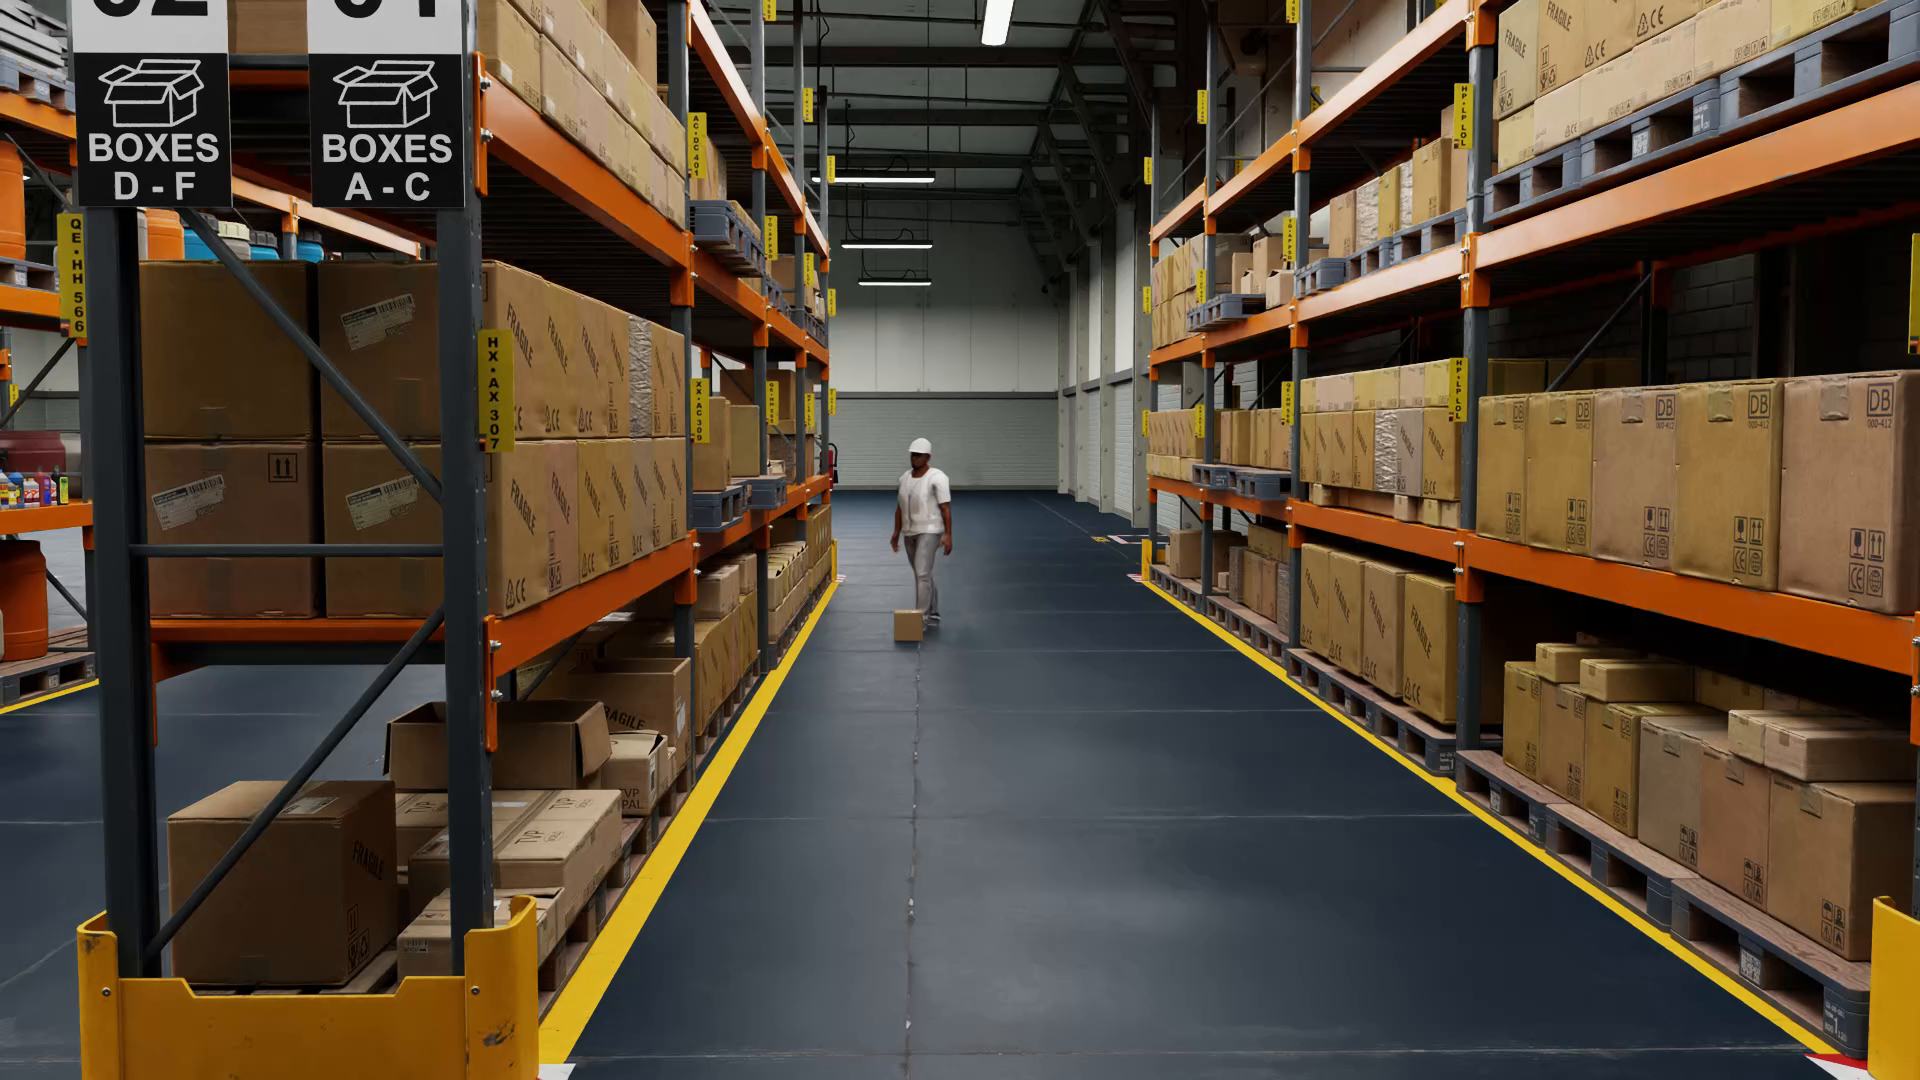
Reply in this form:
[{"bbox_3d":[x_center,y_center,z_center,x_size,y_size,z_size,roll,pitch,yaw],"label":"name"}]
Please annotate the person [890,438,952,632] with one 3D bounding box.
[{"bbox_3d":[-0.415,-0.049,15.201,0.626,1.756,0.601,-3,5,-43],"label":"person"}]
